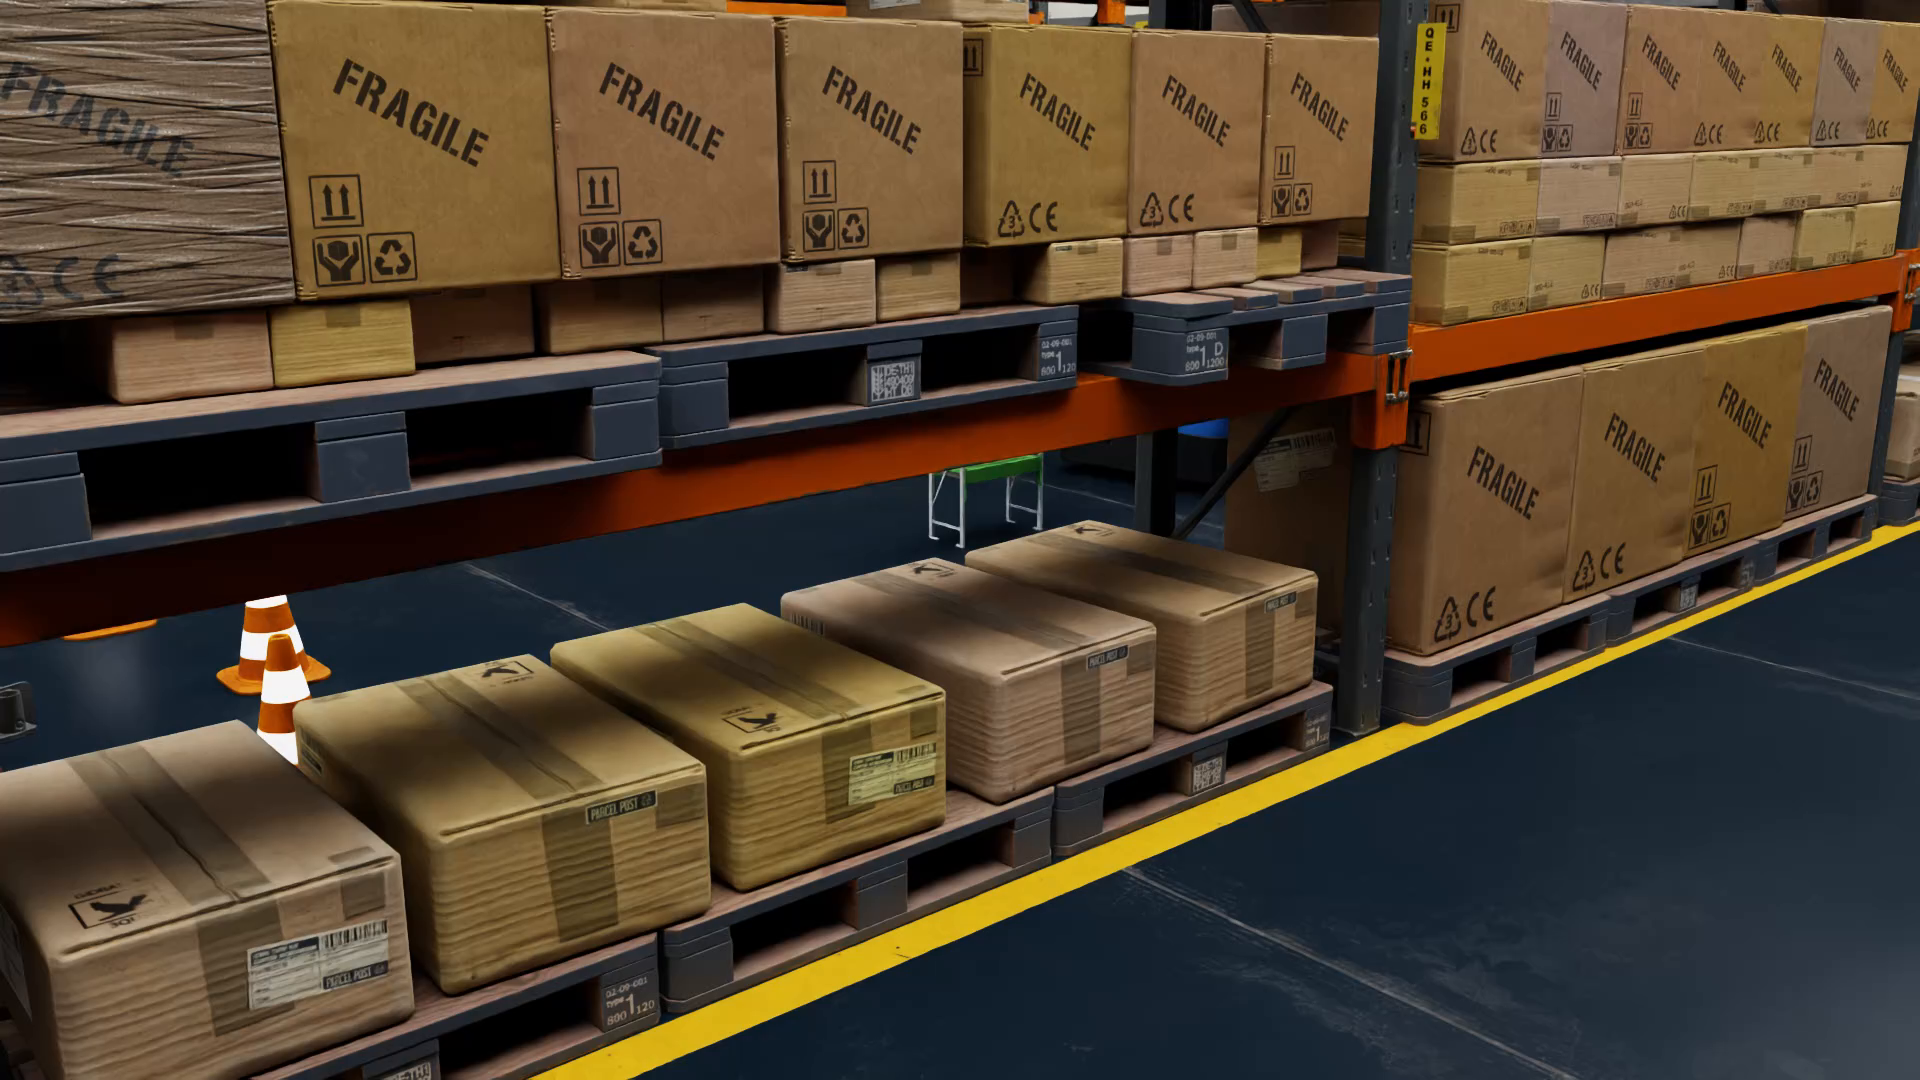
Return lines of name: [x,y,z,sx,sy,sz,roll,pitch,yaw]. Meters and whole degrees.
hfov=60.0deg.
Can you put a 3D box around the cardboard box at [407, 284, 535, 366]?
cardboard box: [-1.042,-0.453,3.308,0.250,0.149,0.380,-11,19,-36]

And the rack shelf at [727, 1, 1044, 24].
rack shelf: [-0.986,-4.961,16.092,4.000,0.370,1.077,-13,19,-39]

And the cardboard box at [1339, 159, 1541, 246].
cardboard box: [1.538,-1.121,5.455,0.500,0.250,0.500,-13,20,-40]

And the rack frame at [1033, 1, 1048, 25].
rack frame: [0.523,-4.198,17.655,0.127,3.000,1.000,-13,19,-39]

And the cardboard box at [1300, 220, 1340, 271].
cardboard box: [0.901,-0.894,4.958,0.250,0.149,0.380,-12,19,-37]

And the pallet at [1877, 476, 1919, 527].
pallet: [4.636,-0.358,8.681,1.213,0.211,1.003,-13,19,-39]

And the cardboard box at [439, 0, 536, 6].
cardboard box: [-1.121,-1.237,3.728,0.250,0.149,0.380,-14,20,-42]

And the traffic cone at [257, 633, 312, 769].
traffic cone: [-2.008,0.507,4.956,0.334,0.463,0.336,-13,19,-39]

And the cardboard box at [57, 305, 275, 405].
cardboard box: [-1.400,-0.350,2.921,0.250,0.149,0.380,-12,19,-39]

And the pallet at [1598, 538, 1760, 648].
pallet: [2.558,0.109,6.933,1.213,0.211,1.003,-13,19,-39]

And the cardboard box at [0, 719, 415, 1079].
cardboard box: [-1.630,0.741,3.441,0.625,0.372,0.950,-12,19,-39]

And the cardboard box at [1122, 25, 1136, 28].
cardboard box: [1.186,-3.242,11.368,0.500,0.500,0.500,-12,19,-38]

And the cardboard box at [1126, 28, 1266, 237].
cardboard box: [0.450,-1.088,4.427,0.500,0.500,0.500,-13,20,-40]

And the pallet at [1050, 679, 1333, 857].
pallet: [0.403,0.565,5.224,1.213,0.211,1.003,-13,19,-39]

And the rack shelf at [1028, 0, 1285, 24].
rack shelf: [2.194,-3.978,12.413,4.000,0.370,1.077,-13,19,-39]

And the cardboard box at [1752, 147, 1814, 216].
cardboard box: [3.079,-1.464,6.738,0.500,0.250,0.500,-12,19,-38]

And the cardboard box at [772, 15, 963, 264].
cardboard box: [-0.342,-0.910,3.760,0.500,0.500,0.500,-14,20,-42]

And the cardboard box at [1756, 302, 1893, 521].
cardboard box: [3.596,-0.647,7.664,0.875,0.875,0.875,-12,19,-38]

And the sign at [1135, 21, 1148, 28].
sign: [0.627,-1.581,5.612,0.005,0.325,0.100,-13,19,-39]

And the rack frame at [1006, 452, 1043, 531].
rack frame: [0.309,-0.649,7.855,0.015,1.200,0.240,-13,19,-39]

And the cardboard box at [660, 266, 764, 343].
cardboard box: [-0.633,-0.530,3.596,0.250,0.149,0.380,-12,19,-39]

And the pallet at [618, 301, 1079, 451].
pallet: [-0.473,-0.478,4.098,1.213,0.211,1.003,-13,19,-39]

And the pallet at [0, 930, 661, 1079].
pallet: [-1.438,0.979,3.677,1.213,0.211,1.003,-13,19,-39]

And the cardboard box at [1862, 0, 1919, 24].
cardboard box: [4.419,-2.439,7.681,0.250,0.149,0.380,-13,20,-40]

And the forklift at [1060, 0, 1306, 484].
forklift: [1.869,-2.014,9.609,1.130,2.935,3.031,12,19,37]

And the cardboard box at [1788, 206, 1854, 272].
cardboard box: [3.453,-1.308,7.125,0.500,0.250,0.500,-13,20,-40]

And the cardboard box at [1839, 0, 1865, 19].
cardboard box: [4.305,-2.574,8.185,0.250,0.149,0.380,-12,19,-38]

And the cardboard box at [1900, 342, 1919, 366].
cardboard box: [5.230,-0.794,9.060,0.875,0.438,0.875,-13,20,-41]

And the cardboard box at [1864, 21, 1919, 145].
cardboard box: [3.839,-1.998,7.287,0.500,0.500,0.500,-12,19,-38]

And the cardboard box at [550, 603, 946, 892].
cardboard box: [-0.567,0.500,4.342,0.625,0.372,0.950,-12,19,-38]

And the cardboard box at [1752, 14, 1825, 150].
cardboard box: [3.058,-1.827,6.647,0.500,0.500,0.500,-12,19,-38]

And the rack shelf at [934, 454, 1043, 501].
rack shelf: [0.125,-0.314,7.779,0.480,0.148,0.258,-13,19,-39]

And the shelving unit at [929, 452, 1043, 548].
shelving unit: [0.125,-0.608,7.700,0.503,1.200,0.258,-13,19,-39]

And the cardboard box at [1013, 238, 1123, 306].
cardboard box: [0.192,-0.693,4.204,0.250,0.149,0.380,-12,19,-38]

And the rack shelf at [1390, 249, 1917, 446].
rack shelf: [2.502,-0.905,6.720,4.000,0.370,1.077,-13,19,-39]

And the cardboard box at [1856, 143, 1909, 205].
cardboard box: [3.838,-1.639,7.394,0.500,0.250,0.500,-13,20,-39]

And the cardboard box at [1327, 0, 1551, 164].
cardboard box: [1.526,-1.481,5.351,0.500,0.500,0.500,-14,20,-41]

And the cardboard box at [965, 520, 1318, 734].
cardboard box: [0.561,0.247,5.293,0.625,0.372,0.950,-14,21,-43]

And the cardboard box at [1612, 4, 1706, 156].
cardboard box: [2.294,-1.652,5.990,0.500,0.500,0.500,-12,19,-38]

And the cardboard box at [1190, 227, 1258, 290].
cardboard box: [0.585,-0.783,4.542,0.250,0.149,0.380,-13,20,-40]

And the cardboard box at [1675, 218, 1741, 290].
cardboard box: [2.673,-1.138,6.488,0.500,0.250,0.500,-13,19,-39]

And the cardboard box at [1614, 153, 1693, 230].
cardboard box: [2.312,-1.290,6.089,0.500,0.250,0.500,-13,20,-40]

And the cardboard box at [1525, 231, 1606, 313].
cardboard box: [1.903,-0.966,5.844,0.500,0.250,0.500,-13,20,-41]

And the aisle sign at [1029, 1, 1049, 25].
aisle sign: [0.774,-5.408,17.147,0.004,0.787,0.394,-13,19,-39]

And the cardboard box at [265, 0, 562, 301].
cardboard box: [-1.105,-0.740,3.123,0.500,0.500,0.500,-13,19,-39]

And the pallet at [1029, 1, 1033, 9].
pallet: [-0.030,-5.477,16.801,1.213,0.211,1.003,-13,19,-39]

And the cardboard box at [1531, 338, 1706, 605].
cardboard box: [2.245,-0.341,6.519,0.875,0.875,0.875,-12,19,-39]

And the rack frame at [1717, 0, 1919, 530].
rack frame: [4.011,-1.591,7.896,0.127,3.000,1.000,-13,19,-39]

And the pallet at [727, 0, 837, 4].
pallet: [-1.870,-5.064,15.254,1.213,0.211,1.003,-13,19,-39]

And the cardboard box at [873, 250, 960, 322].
cardboard box: [-0.216,-0.616,3.917,0.250,0.149,0.380,-13,20,-41]

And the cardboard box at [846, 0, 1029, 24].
cardboard box: [-0.056,-1.290,3.926,0.250,0.149,0.380,-14,20,-42]
